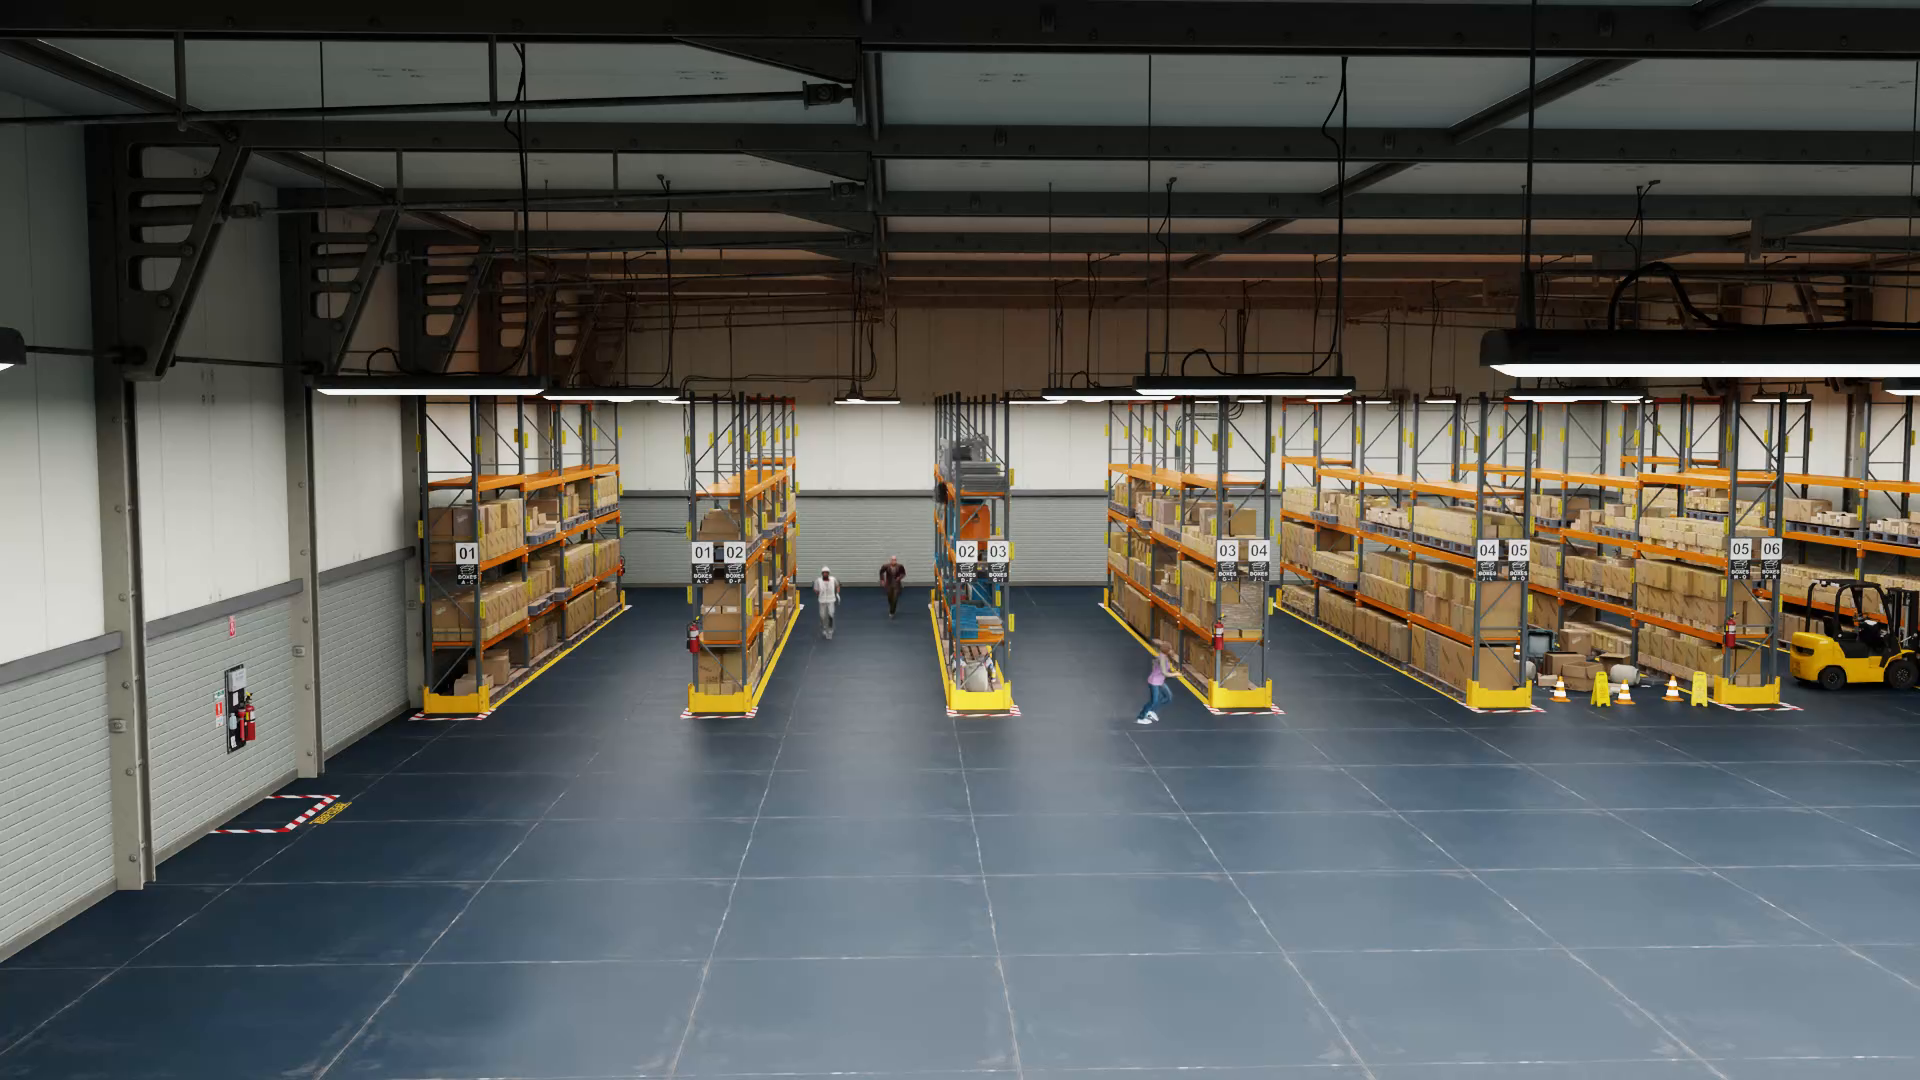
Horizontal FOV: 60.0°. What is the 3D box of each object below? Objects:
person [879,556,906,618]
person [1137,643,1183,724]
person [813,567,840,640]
[{"bbox_3d":[-1.831,1.270,45.155,0.703,1.707,0.778,-1,5,-7],"label":"person"},{"bbox_3d":[3.592,2.573,29.908,0.830,1.494,0.528,2,5,19],"label":"person"},{"bbox_3d":[-3.281,1.559,40.940,0.653,1.814,0.828,0,5,-4],"label":"person"}]
